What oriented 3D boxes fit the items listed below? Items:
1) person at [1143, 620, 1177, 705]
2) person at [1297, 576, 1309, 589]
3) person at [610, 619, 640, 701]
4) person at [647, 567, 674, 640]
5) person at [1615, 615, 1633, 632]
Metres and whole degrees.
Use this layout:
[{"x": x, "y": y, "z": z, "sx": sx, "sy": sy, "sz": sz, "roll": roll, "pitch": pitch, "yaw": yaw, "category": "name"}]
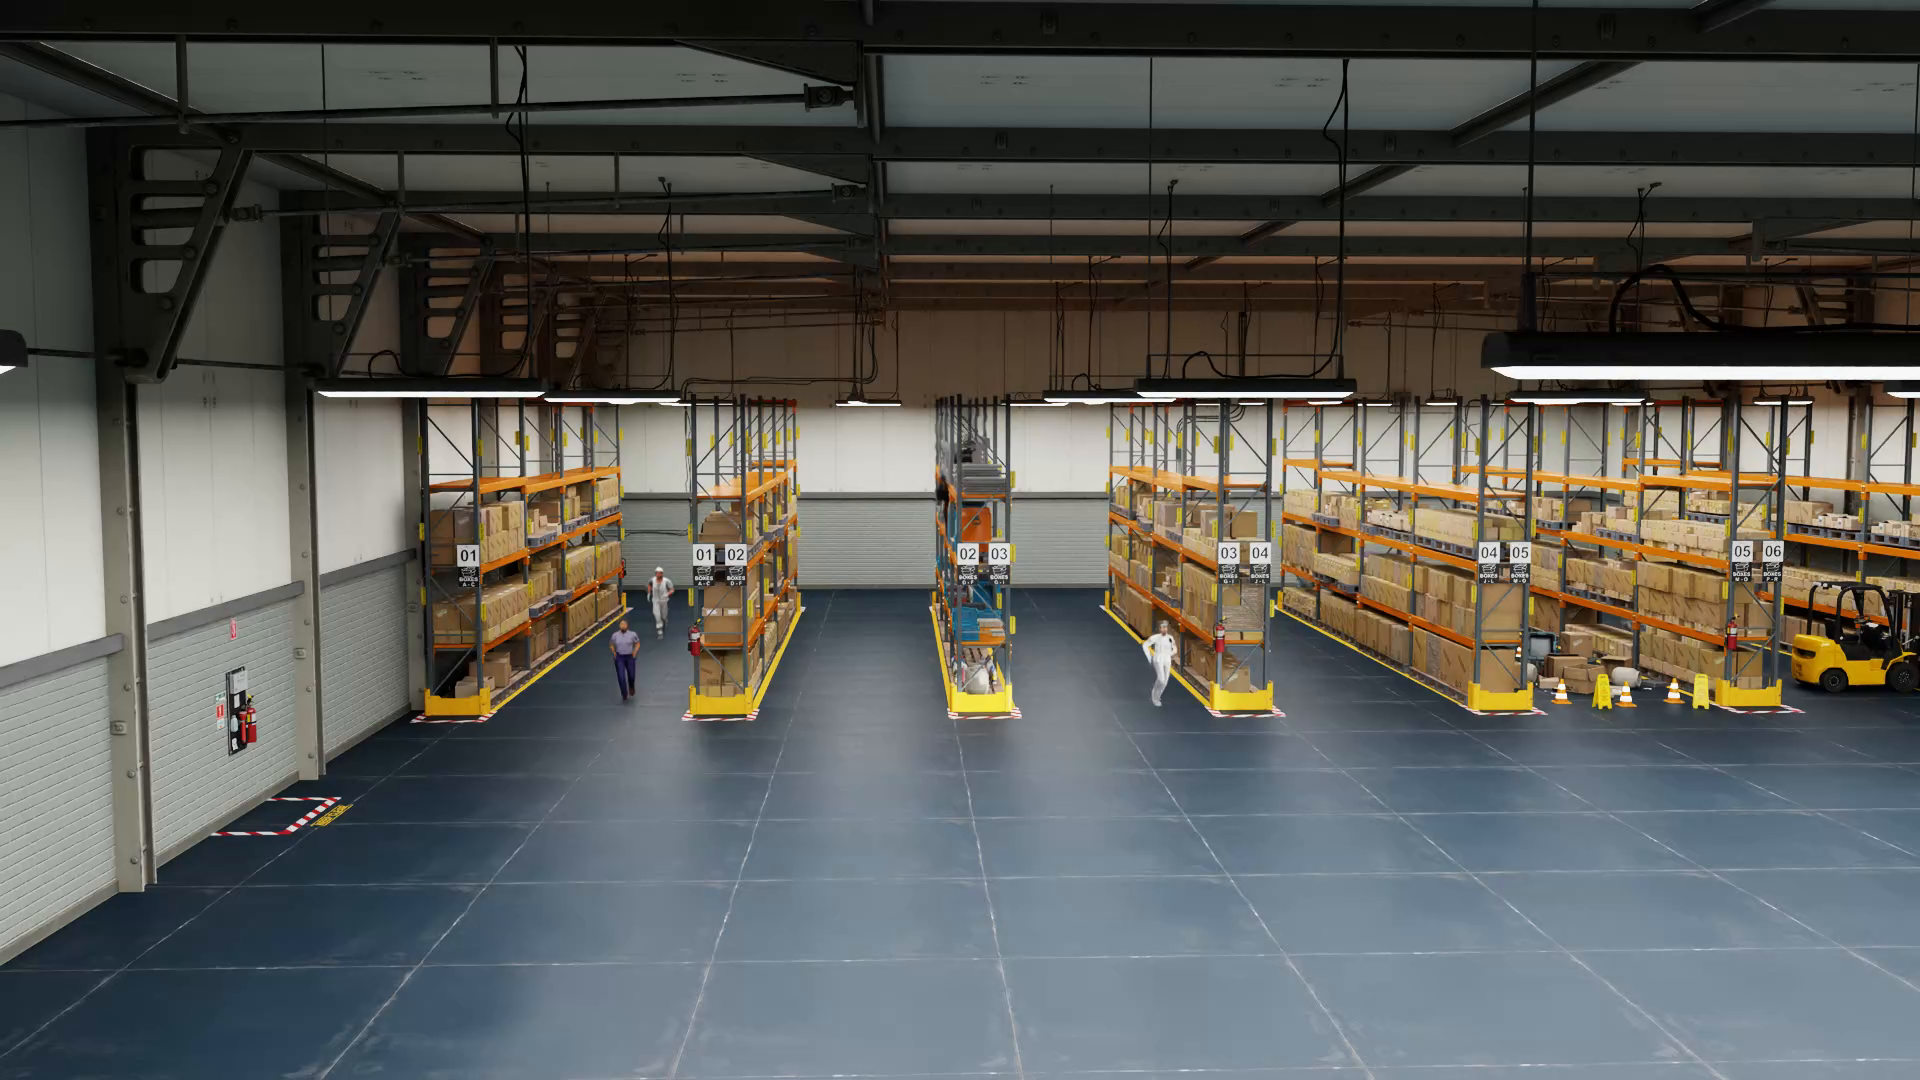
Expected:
[{"x": 3.907, "y": 2.368, "z": 32.078, "sx": 0.611, "sy": 1.659, "sz": 0.553, "roll": -2, "pitch": 5, "yaw": -21, "category": "person"}, {"x": 10.173, "y": 0.959, "z": 49.307, "sx": 0.864, "sy": 1.784, "sz": 0.726, "roll": -1, "pitch": 5, "yaw": -18, "category": "person"}, {"x": -6.586, "y": 2.394, "z": 32.677, "sx": 0.586, "sy": 1.518, "sz": 0.505, "roll": -1, "pitch": 5, "yaw": -9, "category": "person"}, {"x": -7.483, "y": 1.560, "z": 41.569, "sx": 0.685, "sy": 1.775, "sz": 1.046, "roll": 0, "pitch": 4, "yaw": -2, "category": "person"}, {"x": 17.074, "y": 1.491, "z": 42.723, "sx": 0.672, "sy": 1.759, "sz": 0.629, "roll": -1, "pitch": 5, "yaw": -8, "category": "person"}]
